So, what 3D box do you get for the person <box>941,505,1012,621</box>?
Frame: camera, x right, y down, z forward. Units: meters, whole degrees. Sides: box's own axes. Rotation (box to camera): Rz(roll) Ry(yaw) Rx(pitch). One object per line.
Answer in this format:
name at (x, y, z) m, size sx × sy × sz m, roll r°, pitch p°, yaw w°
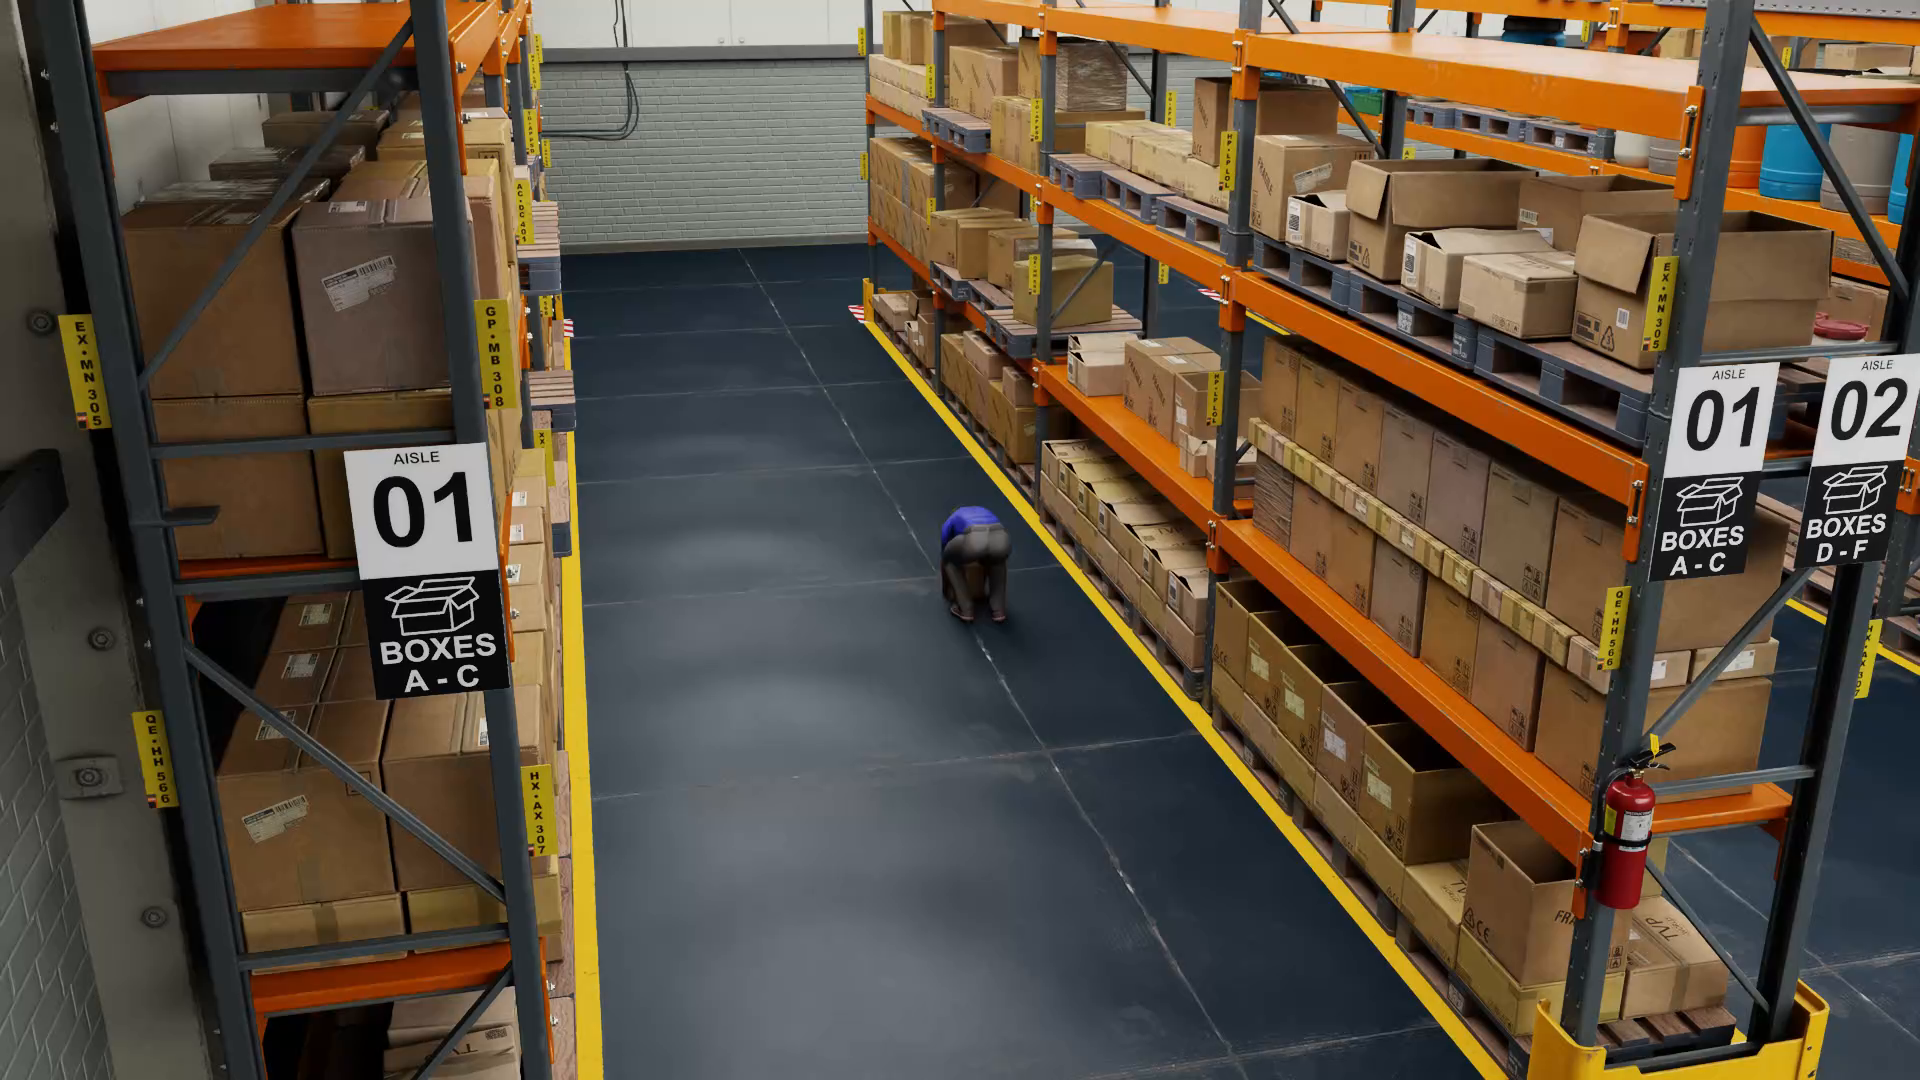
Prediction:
person at (0.100, 0.148, 11.988) m, size 0.458 × 0.793 × 0.871 m, roll -5°, pitch 20°, yaw -14°
